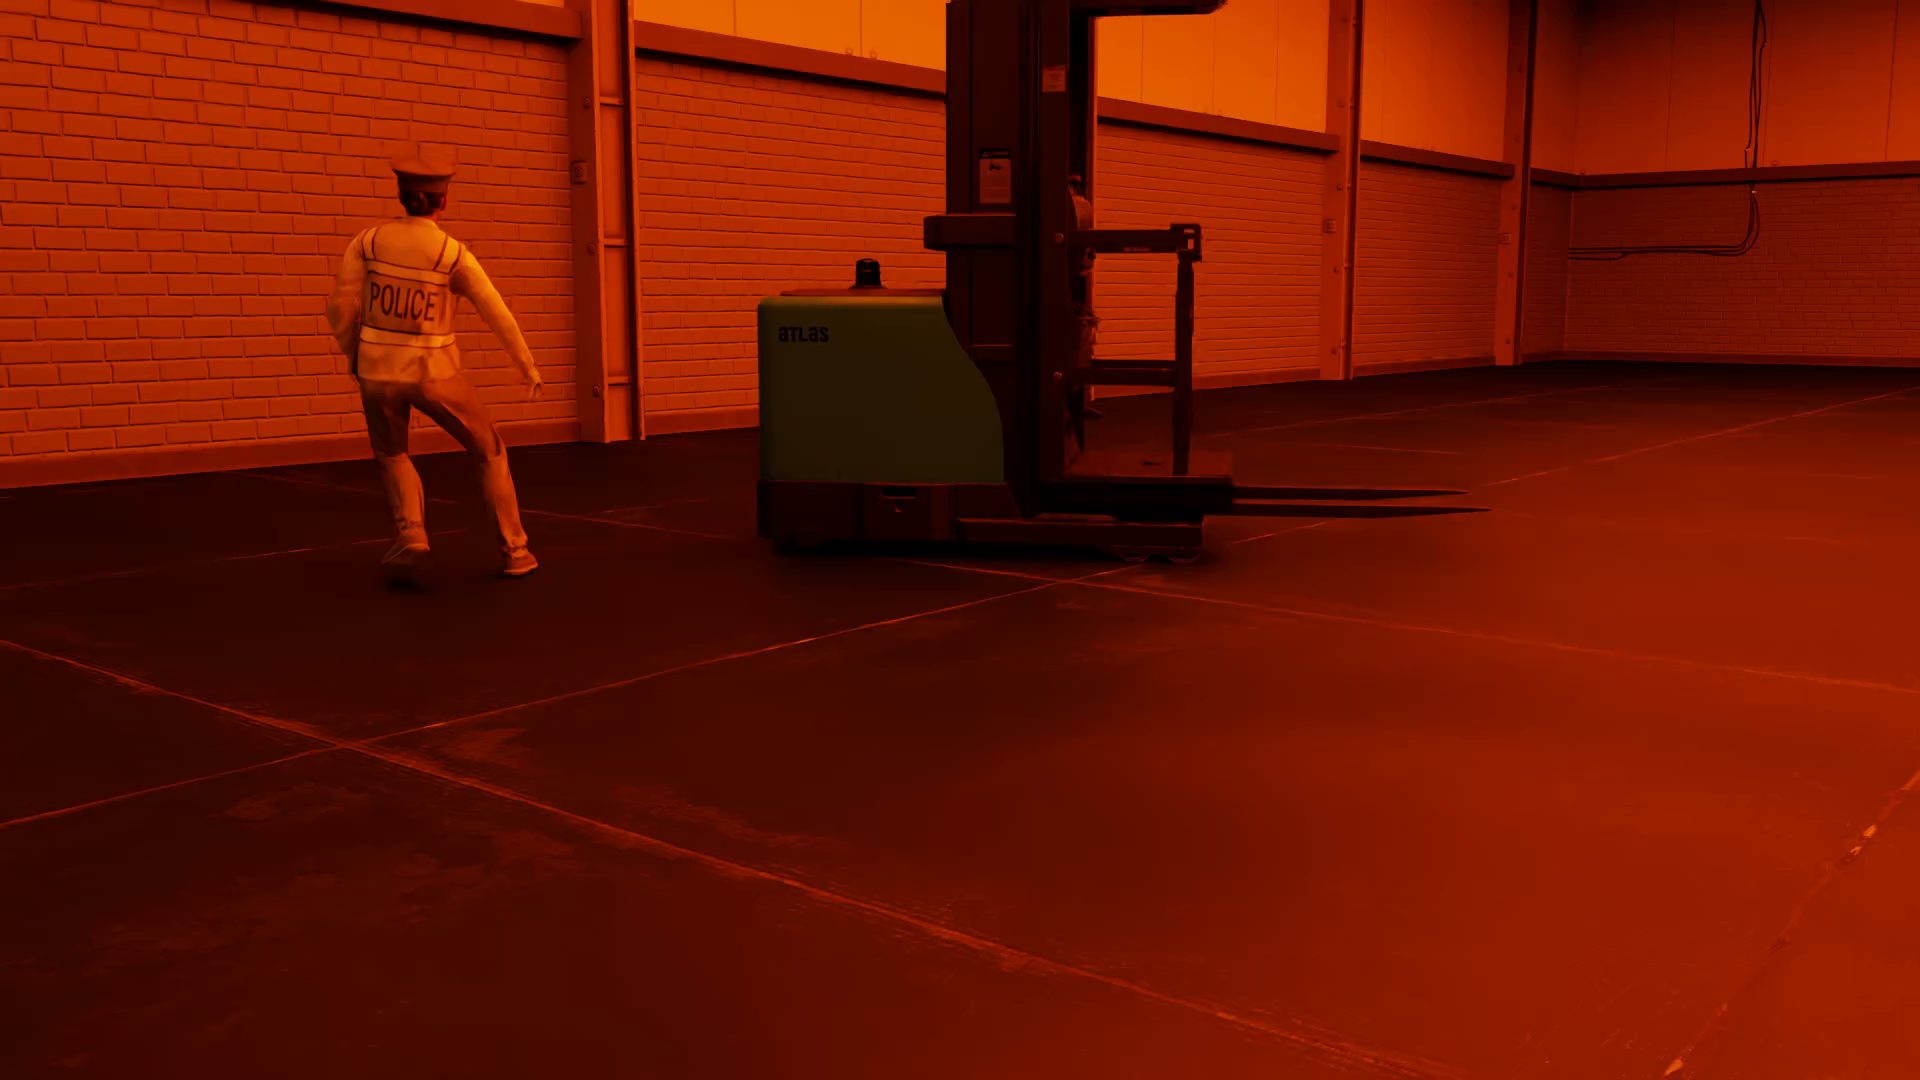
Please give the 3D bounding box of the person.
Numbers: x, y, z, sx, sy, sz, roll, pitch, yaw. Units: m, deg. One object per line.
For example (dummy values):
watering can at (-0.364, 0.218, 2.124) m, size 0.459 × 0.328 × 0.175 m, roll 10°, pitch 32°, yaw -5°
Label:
person at (-1.966, -0.639, 6.275) m, size 0.717 × 1.582 × 0.548 m, roll -1°, pitch 8°, yaw -4°

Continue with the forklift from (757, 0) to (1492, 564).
forklift at (0.702, -1.435, 7.086) m, size 3.031 × 2.935 × 1.130 m, roll 1°, pitch 8°, yaw 8°
